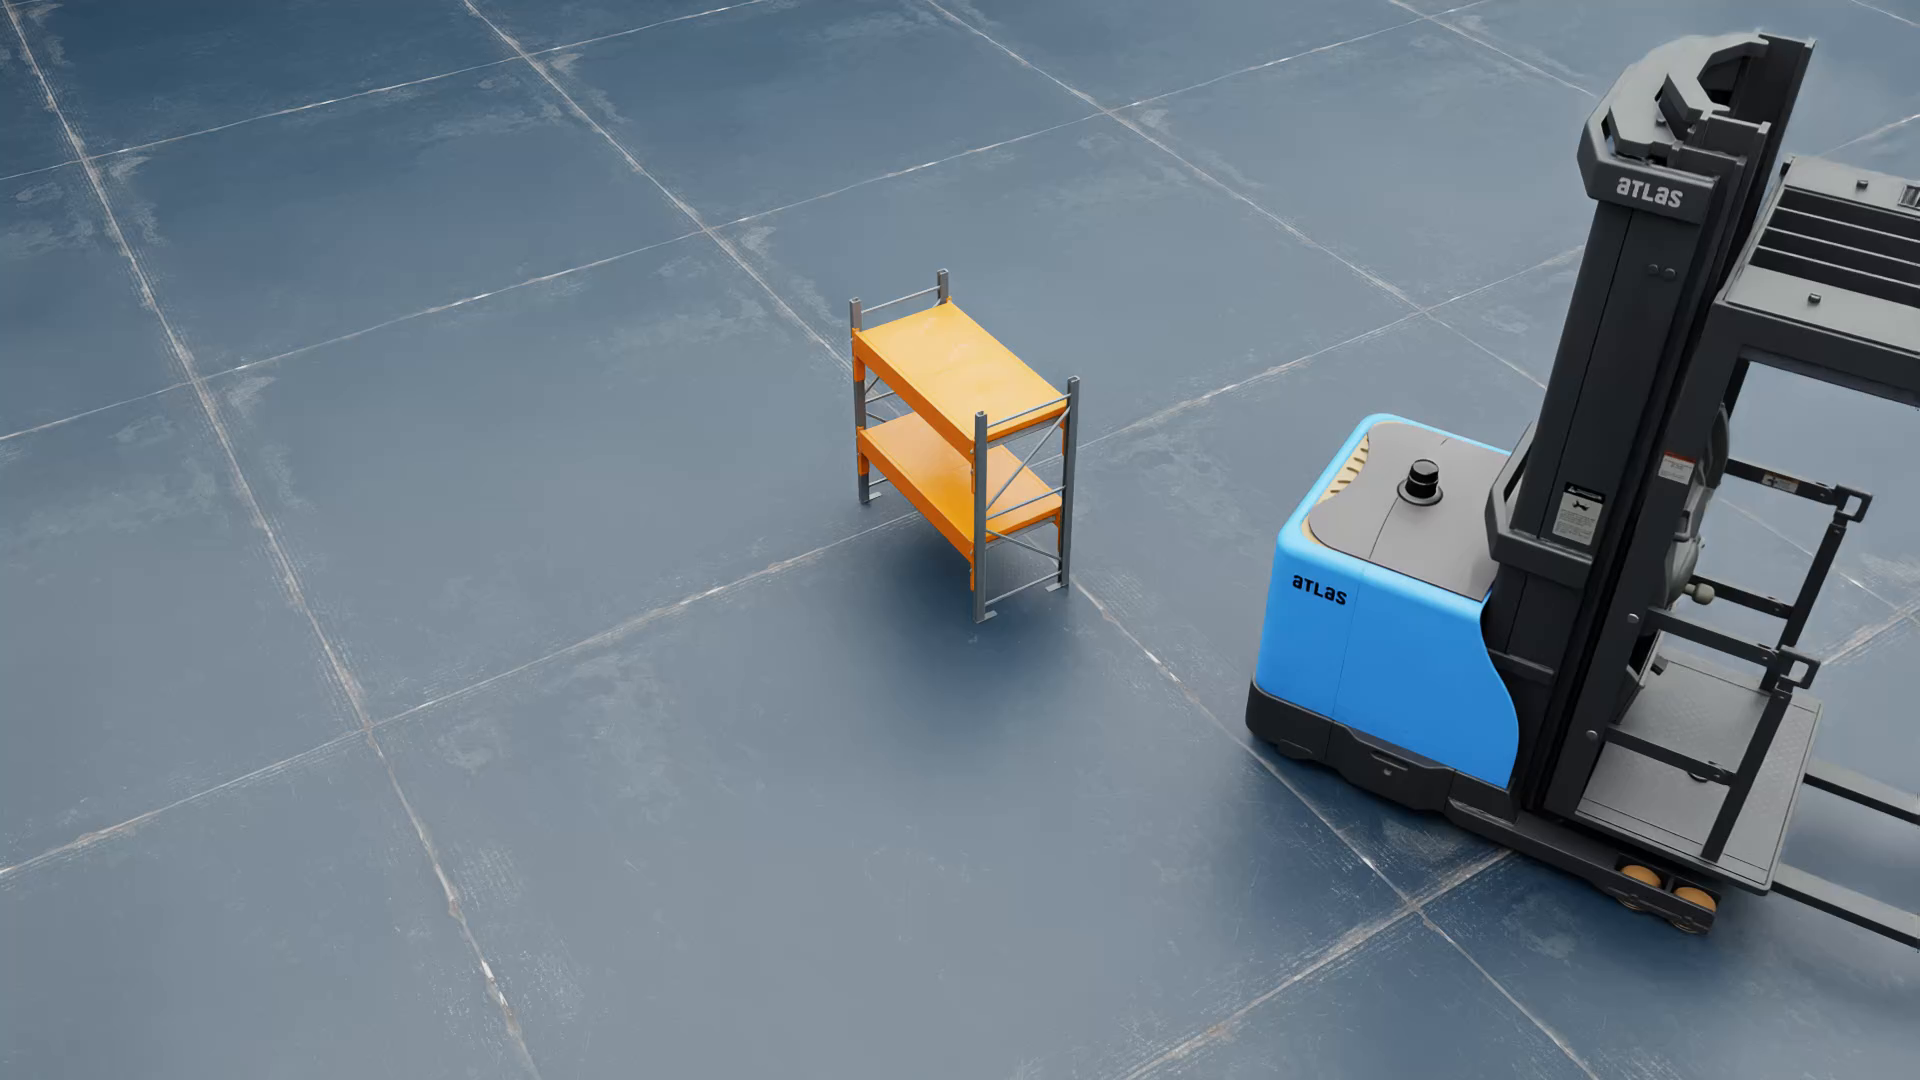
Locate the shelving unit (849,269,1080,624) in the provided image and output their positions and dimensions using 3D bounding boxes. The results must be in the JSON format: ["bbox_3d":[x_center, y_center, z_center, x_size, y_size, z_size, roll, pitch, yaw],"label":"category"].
[{"bbox_3d":[0.004,-0.428,7.446,0.538,1.125,1.048,-22,45,-24],"label":"shelving unit"}]

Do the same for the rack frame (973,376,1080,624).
[{"bbox_3d":[0.277,-0.154,7.117,0.500,1.125,0.032,-22,45,-24],"label":"rack frame"}]

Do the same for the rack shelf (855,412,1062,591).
[{"bbox_3d":[0.004,-0.241,7.603,0.538,0.278,1.000,-22,45,-24],"label":"rack shelf"}]

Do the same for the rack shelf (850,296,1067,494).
[{"bbox_3d":[0.004,-0.653,7.259,0.538,0.278,1.000,-22,45,-24],"label":"rack shelf"}]

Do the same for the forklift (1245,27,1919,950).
[{"bbox_3d":[2.692,-0.082,5.620,3.031,2.935,1.130,22,44,24],"label":"forklift"}]

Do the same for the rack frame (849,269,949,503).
[{"bbox_3d":[-0.270,-0.703,7.775,0.500,1.125,0.032,-22,45,-24],"label":"rack frame"}]
